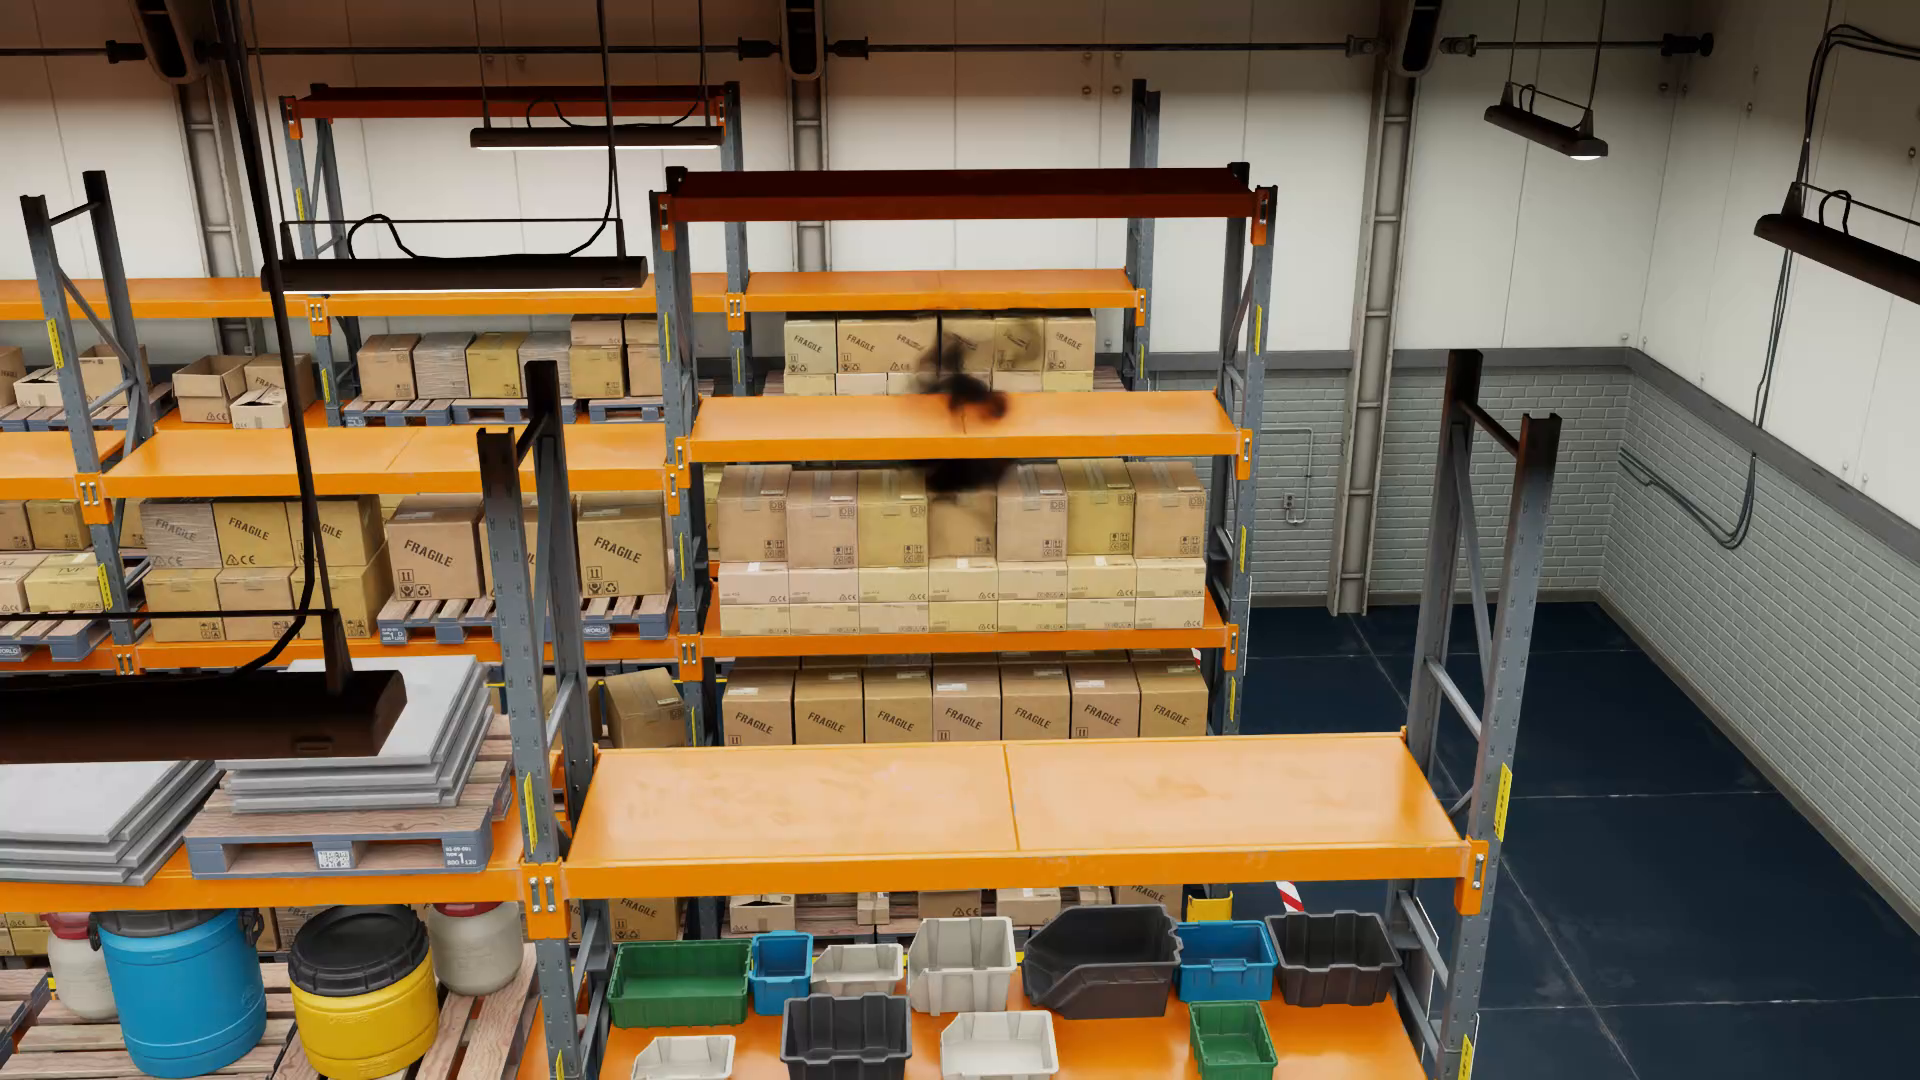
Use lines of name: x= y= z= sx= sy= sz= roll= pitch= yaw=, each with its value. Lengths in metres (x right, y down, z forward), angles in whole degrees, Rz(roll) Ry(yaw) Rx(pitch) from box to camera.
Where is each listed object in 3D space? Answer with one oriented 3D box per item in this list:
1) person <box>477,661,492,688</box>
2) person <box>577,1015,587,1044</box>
person: x=-4.588 y=1.385 z=15.374 sx=0.764 sy=1.750 sz=0.684 roll=-3 pitch=22 yaw=-7
person: x=-2.447 y=3.398 z=9.851 sx=0.769 sy=1.865 sz=0.674 roll=-2 pitch=22 yaw=-6
